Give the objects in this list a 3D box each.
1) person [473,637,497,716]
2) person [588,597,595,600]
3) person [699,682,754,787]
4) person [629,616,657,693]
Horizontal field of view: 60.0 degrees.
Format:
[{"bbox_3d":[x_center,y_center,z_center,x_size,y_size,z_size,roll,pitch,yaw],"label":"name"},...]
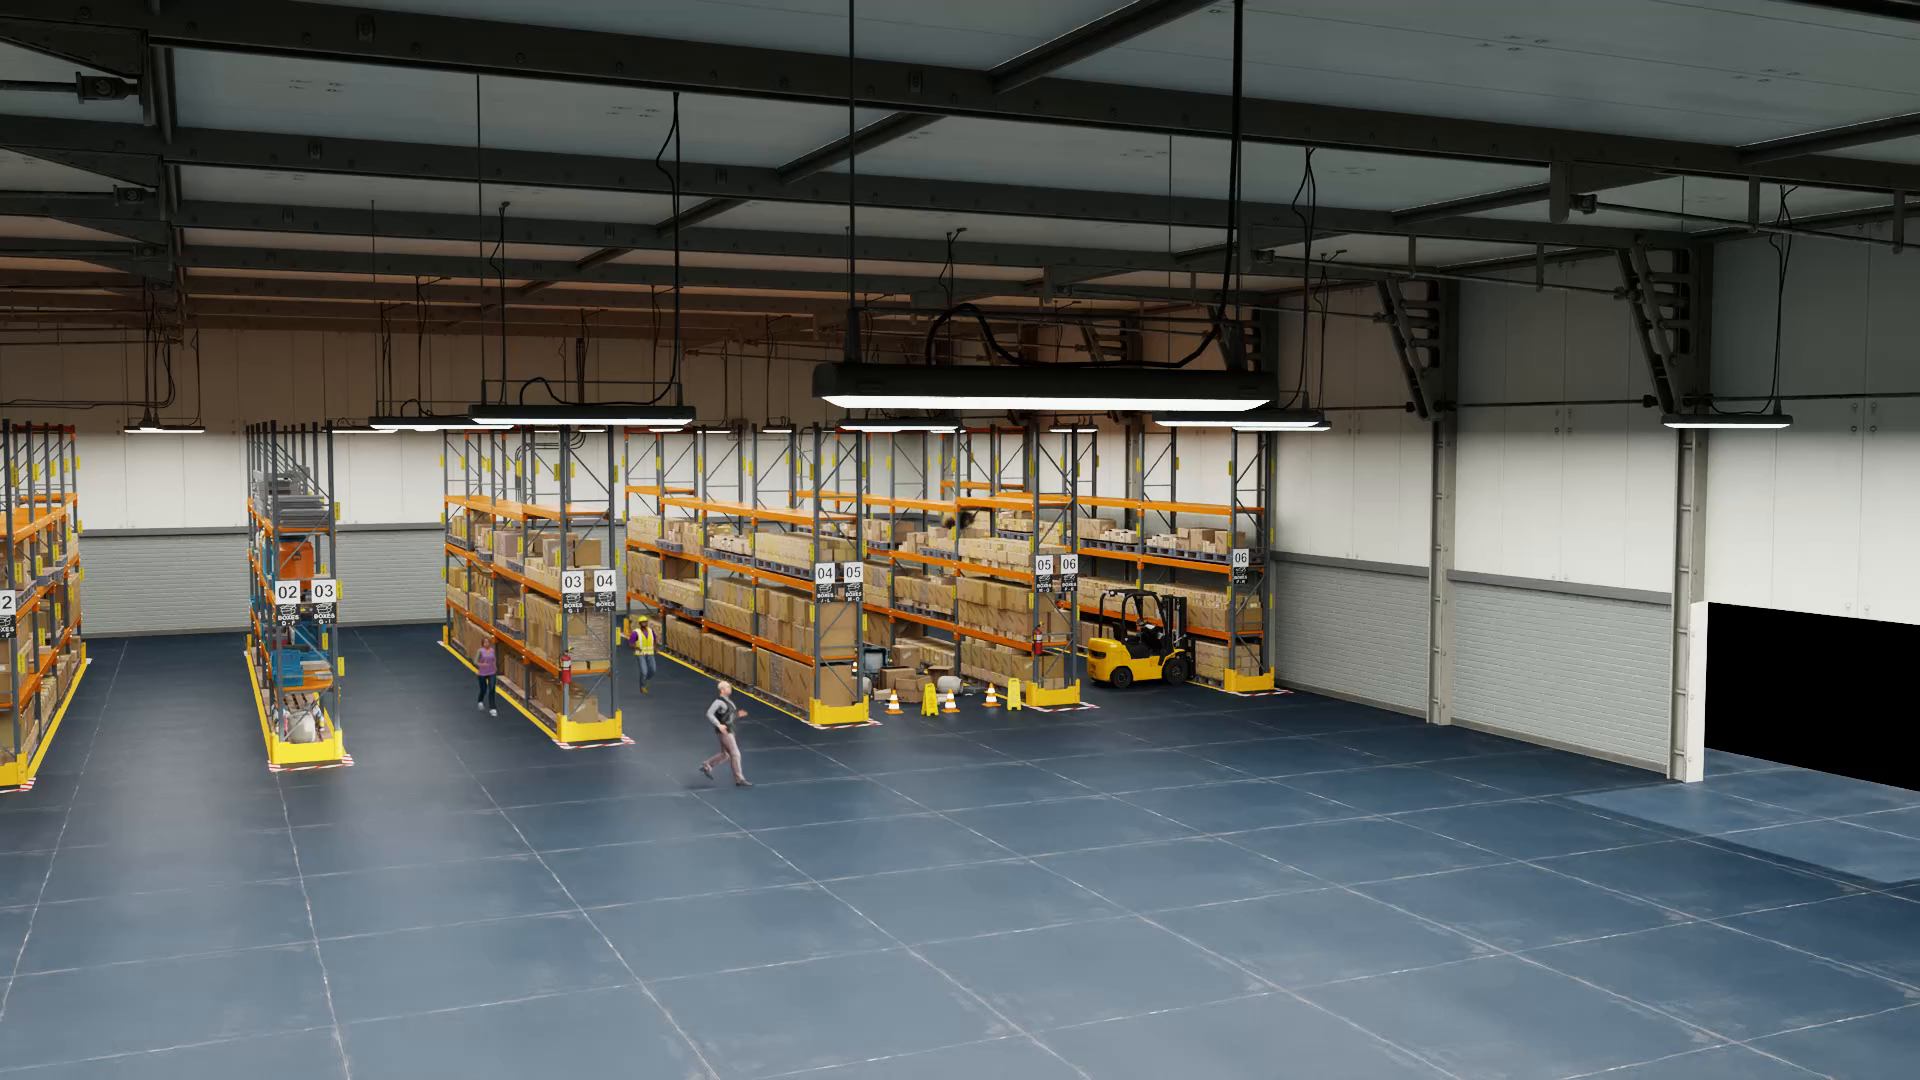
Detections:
[{"bbox_3d":[-9.707,2.772,34.084,0.537,1.596,0.878,-2,4,-34],"label":"person"},{"bbox_3d":[-10.609,1.950,46.728,0.718,1.686,0.592,1,4,12],"label":"person"},{"bbox_3d":[-3.821,3.152,27.112,0.961,1.698,0.662,1,4,8],"label":"person"},{"bbox_3d":[-6.986,2.550,36.913,0.692,1.719,0.589,-2,4,-35],"label":"person"}]
